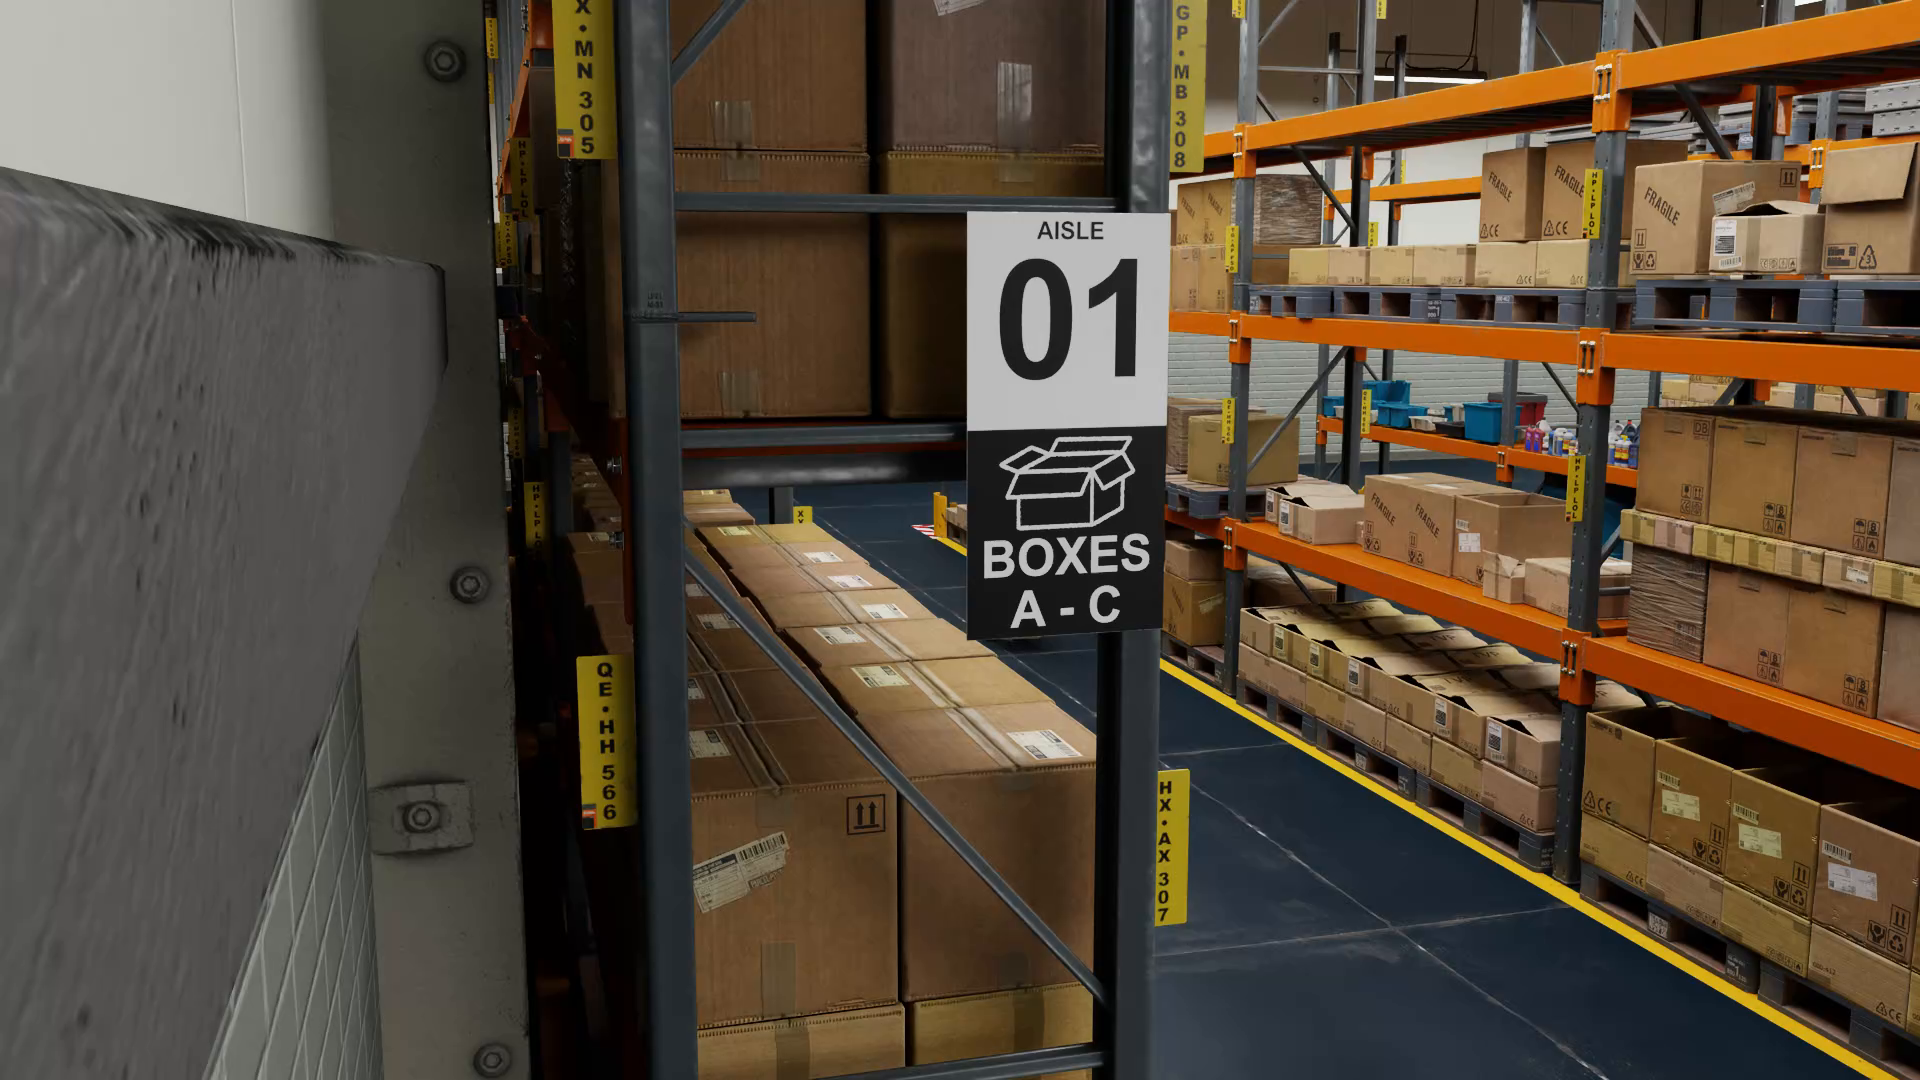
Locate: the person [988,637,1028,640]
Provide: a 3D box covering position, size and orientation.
[{"bbox_3d":[0.382,0.000,14.131,0.530,1.717,0.613,-3,9,-17],"label":"person"}]
